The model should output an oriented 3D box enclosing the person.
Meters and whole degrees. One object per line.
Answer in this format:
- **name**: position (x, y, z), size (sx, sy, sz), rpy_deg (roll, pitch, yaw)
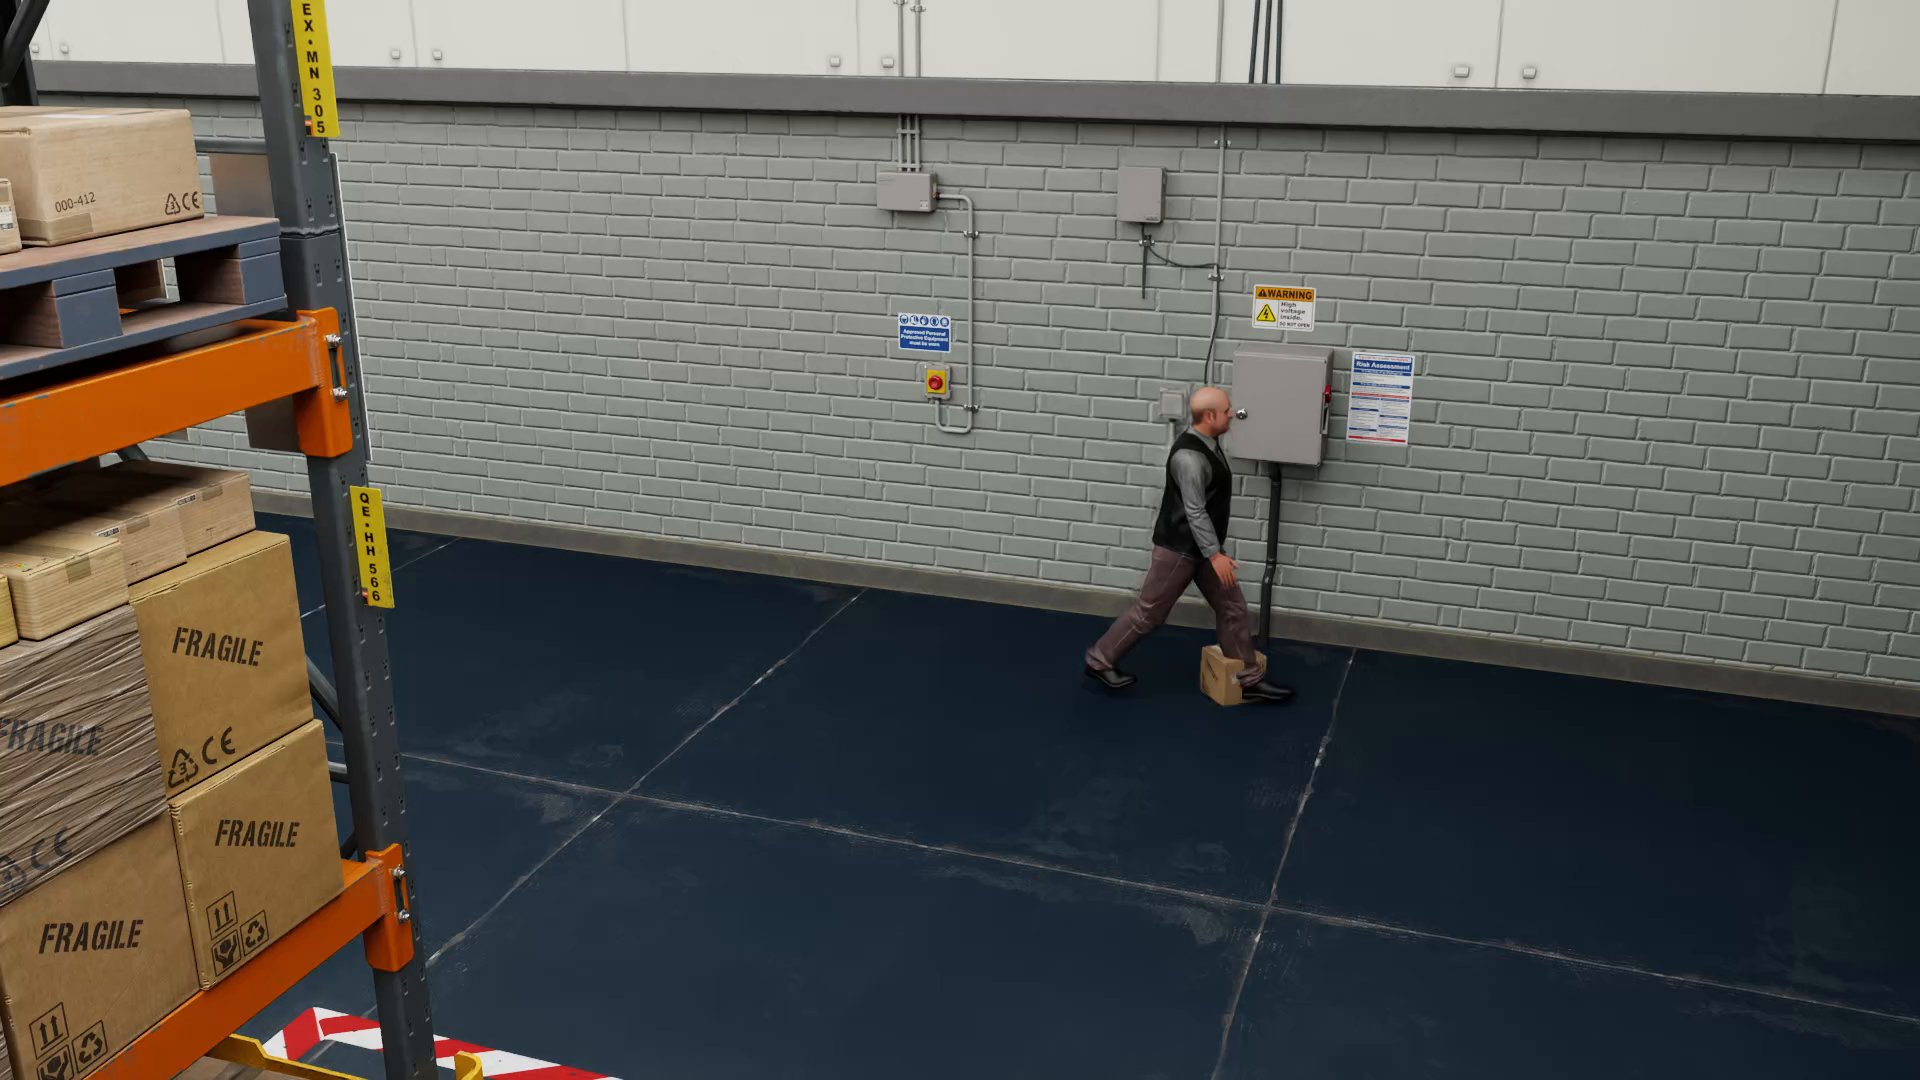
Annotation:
- **person**: position (1.202, 0.030, 8.519), size (1.096, 1.665, 0.549), rpy_deg (8, 20, 22)
